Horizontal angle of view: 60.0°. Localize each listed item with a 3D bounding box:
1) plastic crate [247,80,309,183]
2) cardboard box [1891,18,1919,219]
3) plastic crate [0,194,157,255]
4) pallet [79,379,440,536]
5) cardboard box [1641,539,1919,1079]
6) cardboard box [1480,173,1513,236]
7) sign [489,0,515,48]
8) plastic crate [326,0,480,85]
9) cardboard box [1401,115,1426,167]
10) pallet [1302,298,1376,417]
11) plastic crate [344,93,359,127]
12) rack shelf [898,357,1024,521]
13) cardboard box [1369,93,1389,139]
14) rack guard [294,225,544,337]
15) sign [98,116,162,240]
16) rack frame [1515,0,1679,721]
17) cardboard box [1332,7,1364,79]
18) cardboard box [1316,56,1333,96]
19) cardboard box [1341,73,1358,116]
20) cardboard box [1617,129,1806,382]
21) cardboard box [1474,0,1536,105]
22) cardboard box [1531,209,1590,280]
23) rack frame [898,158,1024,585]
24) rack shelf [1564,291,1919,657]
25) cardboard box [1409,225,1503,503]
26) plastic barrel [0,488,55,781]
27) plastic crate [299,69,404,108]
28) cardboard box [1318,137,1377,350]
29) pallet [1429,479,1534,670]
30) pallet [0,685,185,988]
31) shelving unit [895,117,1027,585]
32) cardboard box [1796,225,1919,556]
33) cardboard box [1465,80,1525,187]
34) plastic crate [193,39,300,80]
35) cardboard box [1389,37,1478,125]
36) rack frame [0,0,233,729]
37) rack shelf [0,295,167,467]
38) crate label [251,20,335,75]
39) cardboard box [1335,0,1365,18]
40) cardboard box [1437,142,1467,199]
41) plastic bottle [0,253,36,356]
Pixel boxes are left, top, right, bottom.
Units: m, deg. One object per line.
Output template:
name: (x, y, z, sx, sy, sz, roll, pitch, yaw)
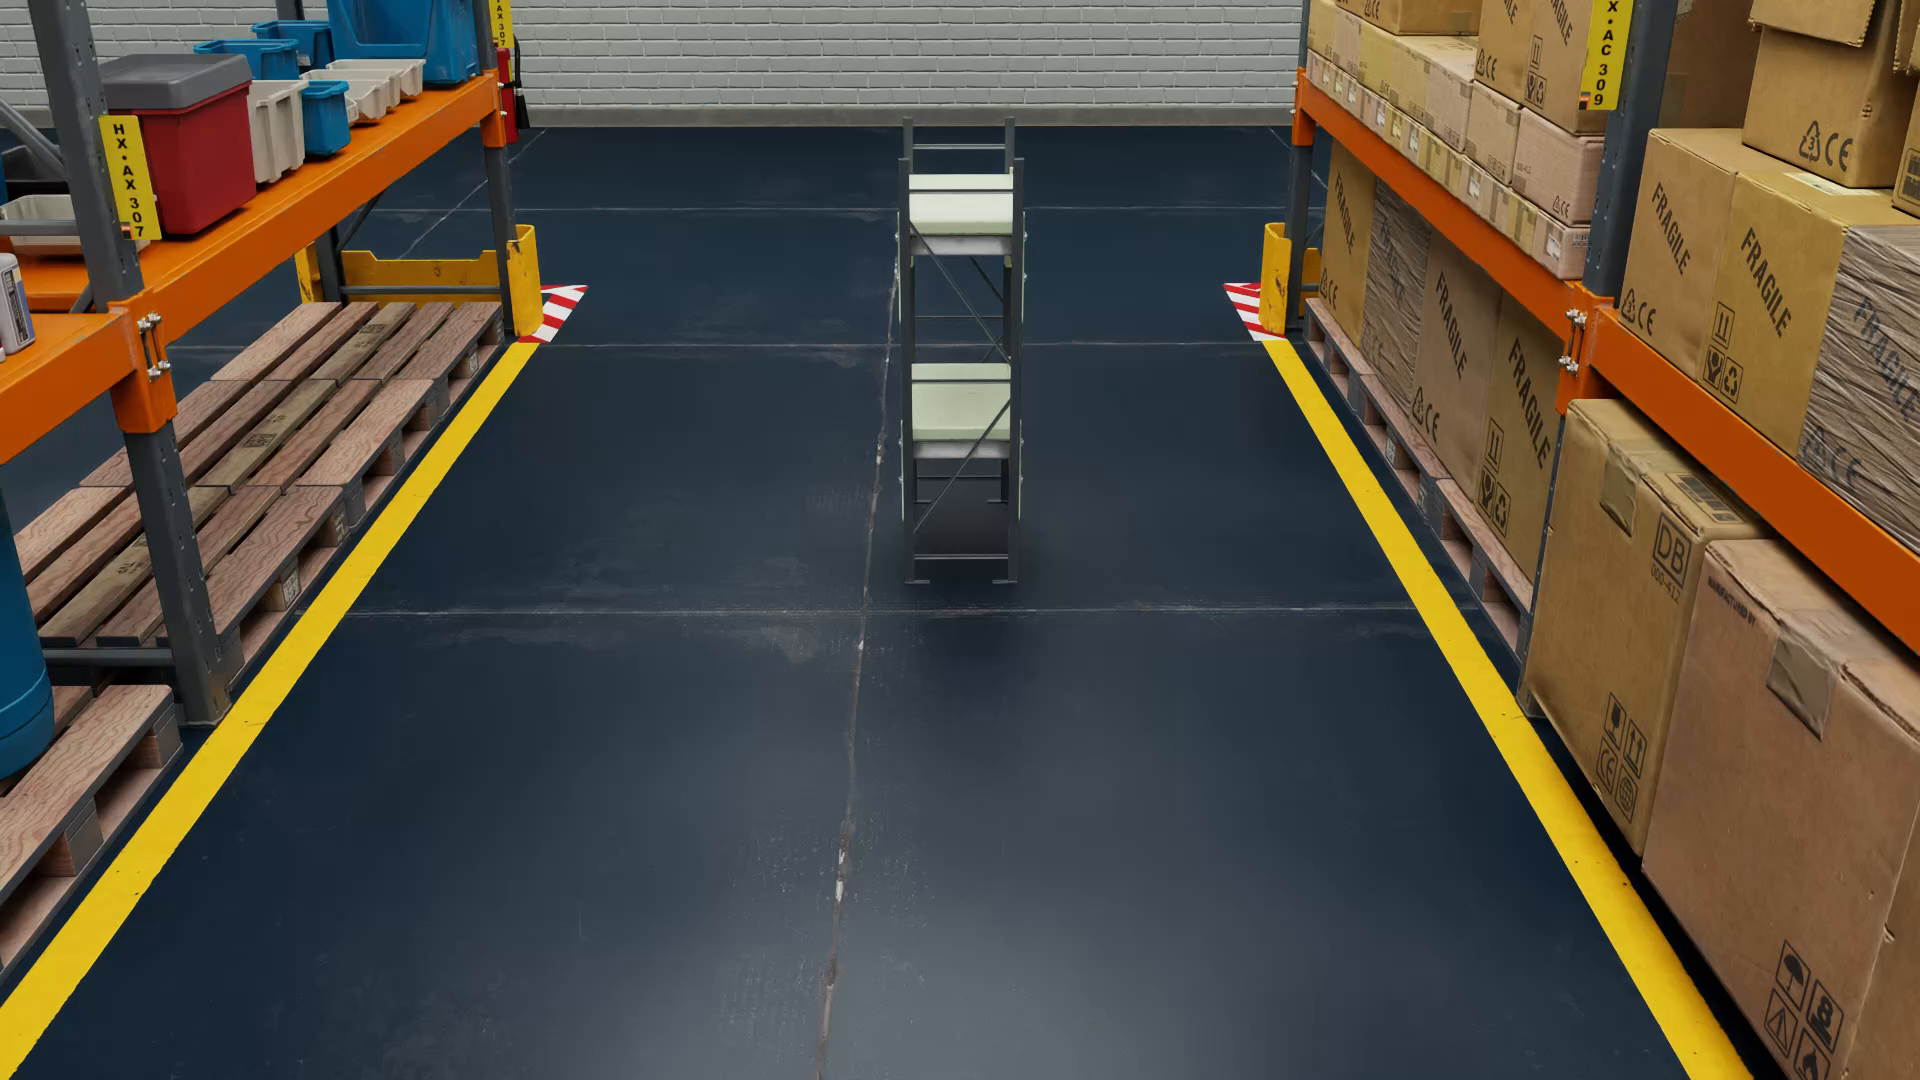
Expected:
plastic crate: (-2.566, -1.427, 5.835, 0.437, 0.282, 0.530, 0, 24, -1)
cardboard box: (2.230, -0.802, 3.045, 0.797, 0.503, 0.637, 0, 24, 0)
plastic crate: (-2.596, -0.923, 4.898, 0.396, 0.136, 0.243, 0, 24, -1)
pallet: (-2.797, -0.360, 6.789, 1.003, 0.211, 1.213, 0, 24, -1)
cardboard box: (2.256, 0.563, 3.434, 1.225, 0.875, 0.875, -1, 24, -2)
cardboard box: (1.882, -1.067, 5.274, 0.380, 0.149, 0.250, -1, 24, -1)
sign: (-2.228, -2.555, 8.061, 0.100, 0.325, 0.005, 0, 24, -1)
plastic crate: (-2.587, -2.378, 7.752, 0.616, 0.435, 0.499, 0, 24, -1)
cardboard box: (1.872, -1.490, 6.209, 0.380, 0.149, 0.250, 0, 24, 0)
pallet: (2.262, -0.894, 7.971, 1.003, 0.211, 1.213, 0, 24, -1)
plastic crate: (-2.550, -1.687, 6.588, 0.298, 0.136, 0.250, 0, 24, -1)
rack shelf: (0.000, -0.384, 6.069, 0.431, 0.370, 0.720, 0, 24, -1)
cardboard box: (1.865, -1.702, 6.677, 0.380, 0.149, 0.250, -1, 24, -1)
rack guard: (-2.791, -1.342, 8.611, 1.175, 0.500, 0.348, 0, 24, -1)
sign: (-2.184, -0.951, 4.377, 0.100, 0.325, 0.005, 0, 24, -1)
rack frame: (2.219, -0.846, 4.479, 1.000, 3.000, 0.127, 0, 24, -1)
cardboard box: (1.923, -2.148, 7.180, 0.500, 0.250, 0.500, -1, 24, -1)
cardboard box: (1.853, -2.126, 7.615, 0.380, 0.149, 0.250, -1, 24, -1)
cardboard box: (1.860, -1.913, 7.144, 0.380, 0.149, 0.250, -1, 24, -1)
cardboard box: (1.974, -0.700, 4.037, 0.500, 0.500, 0.500, 0, 24, 0)
cardboard box: (1.945, -1.649, 5.167, 0.500, 0.500, 0.500, 0, 24, 0)
cardboard box: (1.888, -0.855, 4.806, 0.380, 0.149, 0.250, 0, 24, 0)
rack frame: (0.004, -0.530, 5.601, 0.400, 1.500, 0.023, 0, 24, -1)
rack shelf: (2.241, 0.306, 2.806, 1.077, 0.370, 4.000, 0, 24, -1)
cardboard box: (2.282, -0.712, 6.253, 0.875, 0.875, 0.875, 0, 24, -1)
plastic barrel: (-2.745, 0.166, 4.280, 0.600, 0.901, 0.708, 0, 24, -1)
plastic crate: (-2.599, -1.924, 7.111, 0.396, 0.136, 0.243, 0, 24, -1)
cardboard box: (2.262, -1.454, 7.893, 0.875, 0.875, 0.875, 0, 24, -1)
pallet: (2.289, 0.111, 5.748, 1.003, 0.211, 1.213, 0, 24, -1)
pallet: (-2.767, 0.765, 4.301, 1.003, 0.211, 1.213, 0, 24, -1)
shelving unit: (0.000, -0.681, 5.935, 0.431, 1.500, 0.755, 0, 24, -1)
cardboard box: (1.985, -0.287, 3.123, 0.500, 0.500, 0.500, -1, 24, -2)
cardboard box: (1.943, -1.307, 5.320, 0.500, 0.250, 0.500, 0, 24, 1)
plastic crate: (-3.097, -2.048, 7.269, 0.416, 0.233, 0.300, 0, 24, -1)
cardboard box: (1.935, -1.726, 6.247, 0.500, 0.250, 0.500, -1, 24, -2)
rack frame: (-2.734, -0.823, 4.430, 1.000, 3.000, 0.127, 0, 24, -1)
rack shelf: (-2.712, 0.329, 2.756, 1.077, 0.370, 4.000, 0, 24, -1)
crate label: (-3.104, -2.319, 7.869, 0.416, 0.233, 0.303, 0, 24, -1)
cardboard box: (1.916, -2.498, 7.043, 0.500, 0.500, 0.500, -1, 24, -2)
cardboard box: (1.876, -1.279, 5.743, 0.380, 0.149, 0.250, 0, 24, 0)
plastic bottle: (-2.406, -0.606, 4.100, 0.152, 0.276, 0.135, 0, 24, -1)
